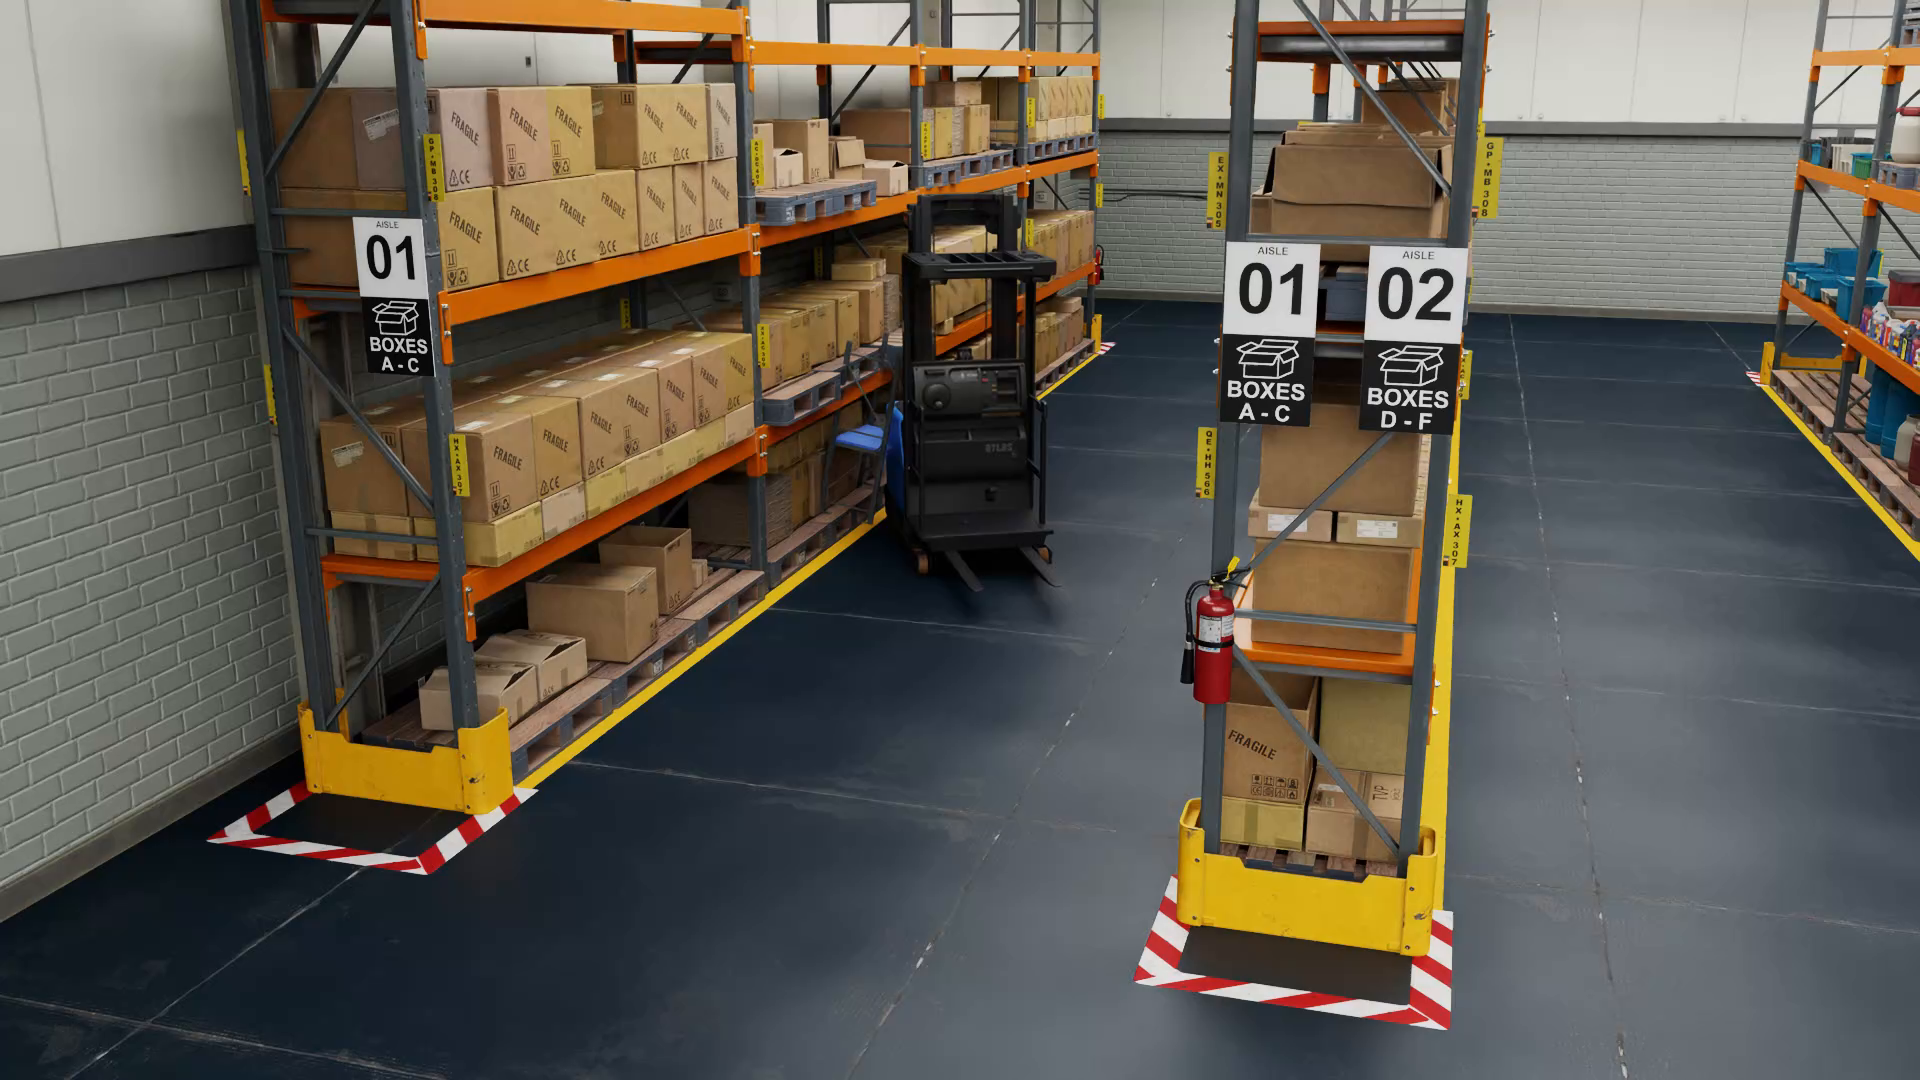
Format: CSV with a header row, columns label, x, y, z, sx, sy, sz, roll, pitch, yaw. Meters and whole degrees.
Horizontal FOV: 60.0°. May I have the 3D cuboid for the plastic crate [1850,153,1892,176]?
label,x,y,z,sx,sy,sz,roll,pitch,yaw
plastic crate,9.746,-4.009,17.776,0.416,0.233,0.300,5,16,16

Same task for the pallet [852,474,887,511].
label,x,y,z,sx,sy,sz,roll,pitch,yaw
pallet,-1.066,-0.559,15.915,1.003,0.211,1.213,5,16,16

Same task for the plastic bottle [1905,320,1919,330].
label,x,y,z,sx,sy,sz,roll,pitch,yaw
plastic bottle,9.179,-1.978,16.034,0.152,0.276,0.135,5,16,16

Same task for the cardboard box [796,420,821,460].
label,x,y,z,sx,sy,sz,roll,pitch,yaw
cardboard box,-1.520,-0.874,14.315,0.500,0.250,0.500,4,16,14

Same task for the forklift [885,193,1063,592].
label,x,y,z,sx,sy,sz,roll,pitch,yaw
forklift,0.126,-1.242,13.338,1.130,2.935,3.031,-3,16,-11

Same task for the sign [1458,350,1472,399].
label,x,y,z,sx,sy,sz,roll,pitch,yaw
sign,3.304,-1.088,10.935,0.100,0.325,0.005,5,16,16

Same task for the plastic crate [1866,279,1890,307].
label,x,y,z,sx,sy,sz,roll,pitch,yaw
plastic crate,10.404,-2.741,18.602,0.437,0.282,0.530,5,16,16

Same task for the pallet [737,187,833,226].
label,x,y,z,sx,sy,sz,roll,pitch,yaw
pallet,-1.701,-2.565,12.722,1.213,0.211,1.003,5,16,16

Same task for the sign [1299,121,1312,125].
label,x,y,z,sx,sy,sz,roll,pitch,yaw
sign,2.249,-2.558,10.831,0.100,0.325,0.005,5,16,16

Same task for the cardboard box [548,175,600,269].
label,x,y,z,sx,sy,sz,roll,pitch,yaw
cardboard box,-2.450,-1.855,9.656,0.500,0.500,0.500,5,17,18

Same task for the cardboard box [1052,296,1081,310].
label,x,y,z,sx,sy,sz,roll,pitch,yaw
cardboard box,1.466,-3.271,22.988,0.380,0.149,0.250,4,16,15

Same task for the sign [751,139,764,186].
label,x,y,z,sx,sy,sz,roll,pitch,yaw
sign,-1.456,-2.710,11.944,0.100,0.325,0.005,5,16,16

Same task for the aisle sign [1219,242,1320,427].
label,x,y,z,sx,sy,sz,roll,pitch,yaw
aisle sign,1.335,-0.885,7.190,0.394,0.787,0.004,5,16,16

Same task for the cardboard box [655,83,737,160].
label,x,y,z,sx,sy,sz,roll,pitch,yaw
cardboard box,-1.861,-2.888,11.467,0.500,0.500,0.500,3,16,11

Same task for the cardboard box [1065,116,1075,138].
label,x,y,z,sx,sy,sz,roll,pitch,yaw
cardboard box,1.188,-5.334,21.464,0.500,0.250,0.500,4,16,14

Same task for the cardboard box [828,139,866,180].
label,x,y,z,sx,sy,sz,roll,pitch,yaw
cardboard box,-1.299,-3.276,14.658,0.797,0.503,0.637,7,17,24

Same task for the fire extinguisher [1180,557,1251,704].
label,x,y,z,sx,sy,sz,roll,pitch,yaw
fire extinguisher,1.156,0.403,7.553,0.296,0.674,0.183,5,16,16

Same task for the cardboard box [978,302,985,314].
label,x,y,z,sx,sy,sz,roll,pitch,yaw
cardboard box,0.067,-2.601,18.427,0.380,0.149,0.250,4,16,14

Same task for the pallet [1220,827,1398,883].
label,x,y,z,sx,sy,sz,roll,pitch,yaw
pallet,1.812,1.509,8.622,1.003,0.211,1.213,5,16,16

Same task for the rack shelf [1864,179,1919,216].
label,x,y,z,sx,sy,sz,roll,pitch,yaw
rack shelf,9.225,-2.957,15.080,1.077,0.370,4.000,5,16,16

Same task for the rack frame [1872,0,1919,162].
label,x,y,z,sx,sy,sz,roll,pitch,yaw
rack frame,9.793,-5.270,16.417,1.000,3.000,0.127,5,16,16

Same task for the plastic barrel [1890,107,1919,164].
label,x,y,z,sx,sy,sz,roll,pitch,yaw
plastic barrel,9.403,-3.976,16.334,0.433,0.535,0.433,0,16,0

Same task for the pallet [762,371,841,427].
label,x,y,z,sx,sy,sz,roll,pitch,yaw
pallet,-1.622,-1.155,13.257,1.003,0.211,1.213,5,16,16

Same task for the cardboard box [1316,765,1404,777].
label,x,y,z,sx,sy,sz,roll,pitch,yaw
cardboard box,2.139,1.238,8.739,0.500,0.250,0.500,5,16,16

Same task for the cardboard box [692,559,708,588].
label,x,y,z,sx,sy,sz,roll,pitch,yaw
cardboard box,-2.102,0.235,12.390,0.380,0.166,0.250,2,16,9

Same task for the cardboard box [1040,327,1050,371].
label,x,y,z,sx,sy,sz,roll,pitch,yaw
cardboard box,0.751,-2.470,21.352,0.700,0.500,0.500,4,16,15

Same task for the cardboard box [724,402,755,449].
label,x,y,z,sx,sy,sz,roll,pitch,yaw
cardboard box,-1.823,-0.849,12.063,0.500,0.250,0.500,5,16,16

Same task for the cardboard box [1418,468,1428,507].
label,x,y,z,sx,sy,sz,roll,pitch,yaw
cardboard box,2.171,-0.276,8.432,0.380,0.149,0.250,4,16,15

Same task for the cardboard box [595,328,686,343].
label,x,y,z,sx,sy,sz,roll,pitch,yaw
cardboard box,-2.313,-1.250,12.104,0.500,0.500,0.500,4,16,15

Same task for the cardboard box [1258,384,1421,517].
label,x,y,z,sx,sy,sz,roll,pitch,yaw
cardboard box,1.795,-0.436,7.810,0.700,0.500,0.500,5,16,16

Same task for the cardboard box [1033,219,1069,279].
label,x,y,z,sx,sy,sz,roll,pitch,yaw
cardboard box,0.874,-3.818,21.745,0.980,0.700,0.700,4,16,13

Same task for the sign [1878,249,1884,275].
label,x,y,z,sx,sy,sz,roll,pitch,yaw
sign,11.462,-3.470,20.768,0.100,0.325,0.005,5,16,16

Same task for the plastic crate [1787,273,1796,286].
label,x,y,z,sx,sy,sz,roll,pitch,yaw
plastic crate,10.374,-3.215,20.542,0.250,0.136,0.298,5,16,16

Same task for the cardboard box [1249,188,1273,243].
label,x,y,z,sx,sy,sz,roll,pitch,yaw
cardboard box,1.709,-1.591,8.194,0.500,0.250,0.500,5,16,16

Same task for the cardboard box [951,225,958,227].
label,x,y,z,sx,sy,sz,roll,pitch,yaw
cardboard box,-0.228,-3.476,18.948,0.500,0.250,0.500,5,17,17

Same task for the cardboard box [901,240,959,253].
label,x,y,z,sx,sy,sz,roll,pitch,yaw
cardboard box,-0.314,-2.906,16.940,0.500,0.250,0.500,4,16,15

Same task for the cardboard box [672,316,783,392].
label,x,y,z,sx,sy,sz,roll,pitch,yaw
cardboard box,-1.802,-1.449,12.952,0.700,0.500,0.500,5,16,16

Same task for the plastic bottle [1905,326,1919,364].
label,x,y,z,sx,sy,sz,roll,pitch,yaw
plastic bottle,8.772,-1.790,15.232,0.144,0.351,0.185,5,16,16

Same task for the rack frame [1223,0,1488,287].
label,x,y,z,sx,sy,sz,roll,pitch,yaw
rack frame,1.635,-2.515,6.706,1.000,3.000,0.127,5,16,16

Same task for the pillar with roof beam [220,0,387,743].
label,x,y,z,sx,sy,sz,roll,pitch,yaw
pillar with roof beam,0.381,-2.815,7.762,9.100,9.000,0.400,5,16,16

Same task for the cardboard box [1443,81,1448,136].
label,x,y,z,sx,sy,sz,roll,pitch,yaw
cardboard box,4.183,-3.941,15.216,0.500,0.500,0.500,5,16,16

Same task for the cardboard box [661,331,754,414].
label,x,y,z,sx,sy,sz,roll,pitch,yaw
cardboard box,-1.817,-1.209,11.960,0.500,0.500,0.500,5,16,16

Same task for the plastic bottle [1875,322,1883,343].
label,x,y,z,sx,sy,sz,roll,pitch,yaw
plastic bottle,9.105,-2.047,16.413,0.097,0.201,0.097,0,16,0

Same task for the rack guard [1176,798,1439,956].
label,x,y,z,sx,sy,sz,roll,pitch,yaw
rack guard,1.628,1.580,7.844,1.175,0.500,0.348,5,16,16

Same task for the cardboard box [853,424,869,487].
label,x,y,z,sx,sy,sz,roll,pitch,yaw
cardboard box,-1.255,-0.796,15.414,0.700,0.500,0.500,5,16,16

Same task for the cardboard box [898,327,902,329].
label,x,y,z,sx,sy,sz,roll,pitch,yaw
cardboard box,-0.527,-2.062,16.527,0.380,0.149,0.250,4,16,15

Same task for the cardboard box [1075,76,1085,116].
label,x,y,z,sx,sy,sz,roll,pitch,yaw
cardboard box,1.332,-5.837,21.863,0.500,0.500,0.500,5,17,18

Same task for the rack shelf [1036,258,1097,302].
label,x,y,z,sx,sy,sz,roll,pitch,yaw
rack shelf,0.863,-3.329,21.887,1.077,0.370,4.000,5,16,16

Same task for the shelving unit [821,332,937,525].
label,x,y,z,sx,sy,sz,roll,pitch,yaw
shelving unit,-0.717,-1.001,14.615,0.538,1.500,1.048,14,14,12

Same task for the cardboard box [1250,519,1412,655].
label,x,y,z,sx,sy,sz,roll,pitch,yaw
cardboard box,1.780,0.202,7.938,0.700,0.500,0.500,5,16,16

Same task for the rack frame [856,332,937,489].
label,x,y,z,sx,sy,sz,roll,pitch,yaw
rack frame,-0.583,-1.095,15.096,0.500,1.500,0.032,14,14,12

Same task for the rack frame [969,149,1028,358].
label,x,y,z,sx,sy,sz,roll,pitch,yaw
rack frame,0.295,-3.152,19.944,1.000,3.000,0.127,5,16,16

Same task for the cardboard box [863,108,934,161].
label,x,y,z,sx,sy,sz,roll,pitch,yaw
cardboard box,-0.659,-4.082,16.738,0.700,0.500,0.500,4,16,13

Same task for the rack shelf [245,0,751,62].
label,x,y,z,sx,sy,sz,roll,pitch,yaw
rack shelf,-2.547,-3.074,10.000,1.077,0.370,4.000,5,16,16
